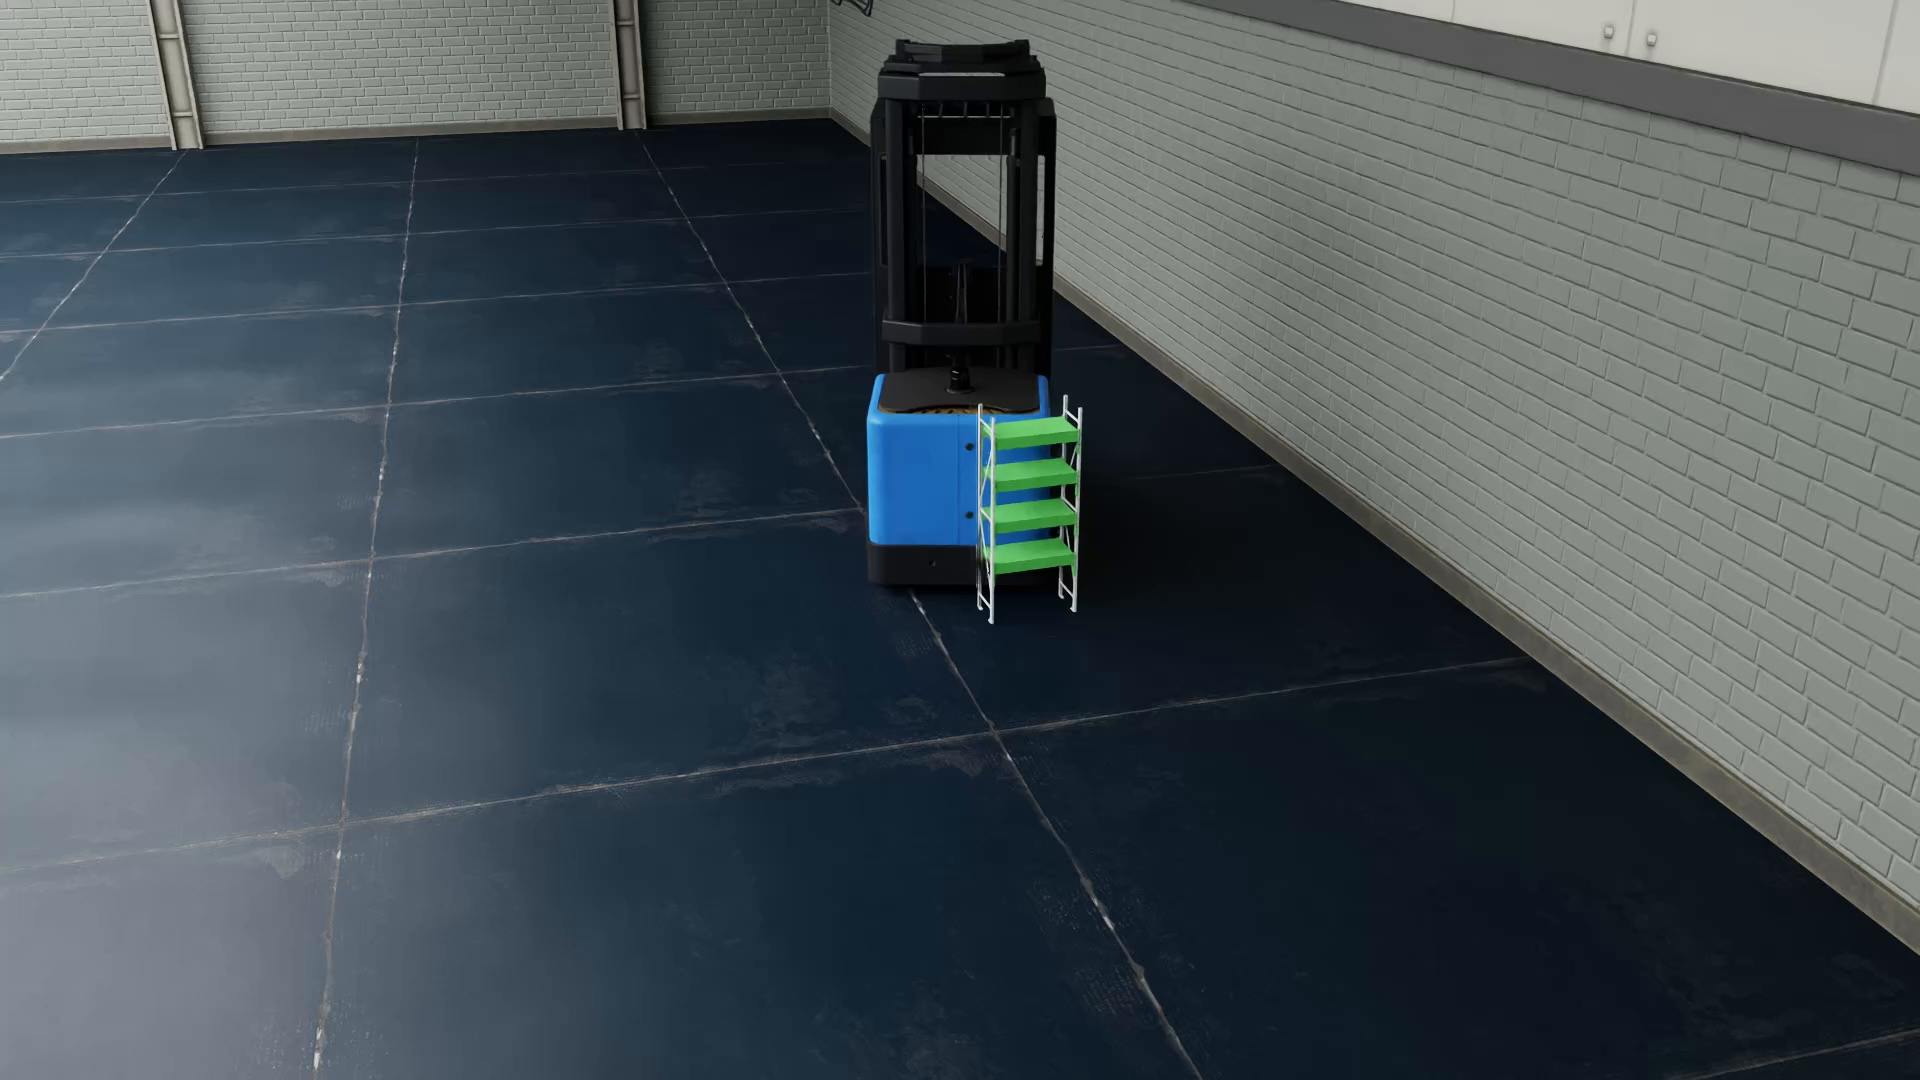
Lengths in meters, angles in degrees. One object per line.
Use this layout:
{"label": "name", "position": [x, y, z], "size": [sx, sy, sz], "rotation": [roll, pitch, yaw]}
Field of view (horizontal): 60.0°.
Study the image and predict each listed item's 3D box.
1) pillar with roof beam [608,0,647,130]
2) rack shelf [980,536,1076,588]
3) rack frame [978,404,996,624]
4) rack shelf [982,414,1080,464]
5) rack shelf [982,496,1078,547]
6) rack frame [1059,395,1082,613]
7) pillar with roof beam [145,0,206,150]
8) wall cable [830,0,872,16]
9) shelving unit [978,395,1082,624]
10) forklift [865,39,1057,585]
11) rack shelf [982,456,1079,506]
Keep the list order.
{"label": "pillar with roof beam", "position": [-3.622, -8.523, 18.700], "size": [0.400, 9.000, 9.100], "rotation": [-6, 24, -14]}
{"label": "rack shelf", "position": [0.375, 0.117, 9.226], "size": [0.480, 0.148, 0.258], "rotation": [-7, 24, -16]}
{"label": "rack frame", "position": [0.143, -0.133, 9.038], "size": [0.015, 1.200, 0.240], "rotation": [-7, 24, -16]}
{"label": "rack shelf", "position": [0.375, -0.544, 8.942], "size": [0.480, 0.148, 0.258], "rotation": [-7, 24, -16]}
{"label": "rack shelf", "position": [0.375, -0.103, 9.131], "size": [0.480, 0.148, 0.258], "rotation": [-7, 24, -16]}
{"label": "rack frame", "position": [0.608, -0.191, 9.174], "size": [0.015, 1.200, 0.240], "rotation": [-7, 24, -16]}
{"label": "pillar with roof beam", "position": [-9.399, -7.884, 17.211], "size": [0.400, 9.000, 9.100], "rotation": [-6, 24, -14]}
{"label": "wall cable", "position": [-1.591, -8.542, 22.683], "size": [0.112, 2.526, 3.097], "rotation": [-6, 24, -14]}
{"label": "shelving unit", "position": [0.375, -0.162, 9.106], "size": [0.503, 1.200, 0.258], "rotation": [-7, 24, -16]}
{"label": "forklift", "position": [0.024, -1.622, 10.312], "size": [1.130, 2.935, 3.031], "rotation": [0, 23, 1]}
{"label": "rack shelf", "position": [0.375, -0.324, 9.036], "size": [0.480, 0.148, 0.258], "rotation": [-7, 24, -16]}
